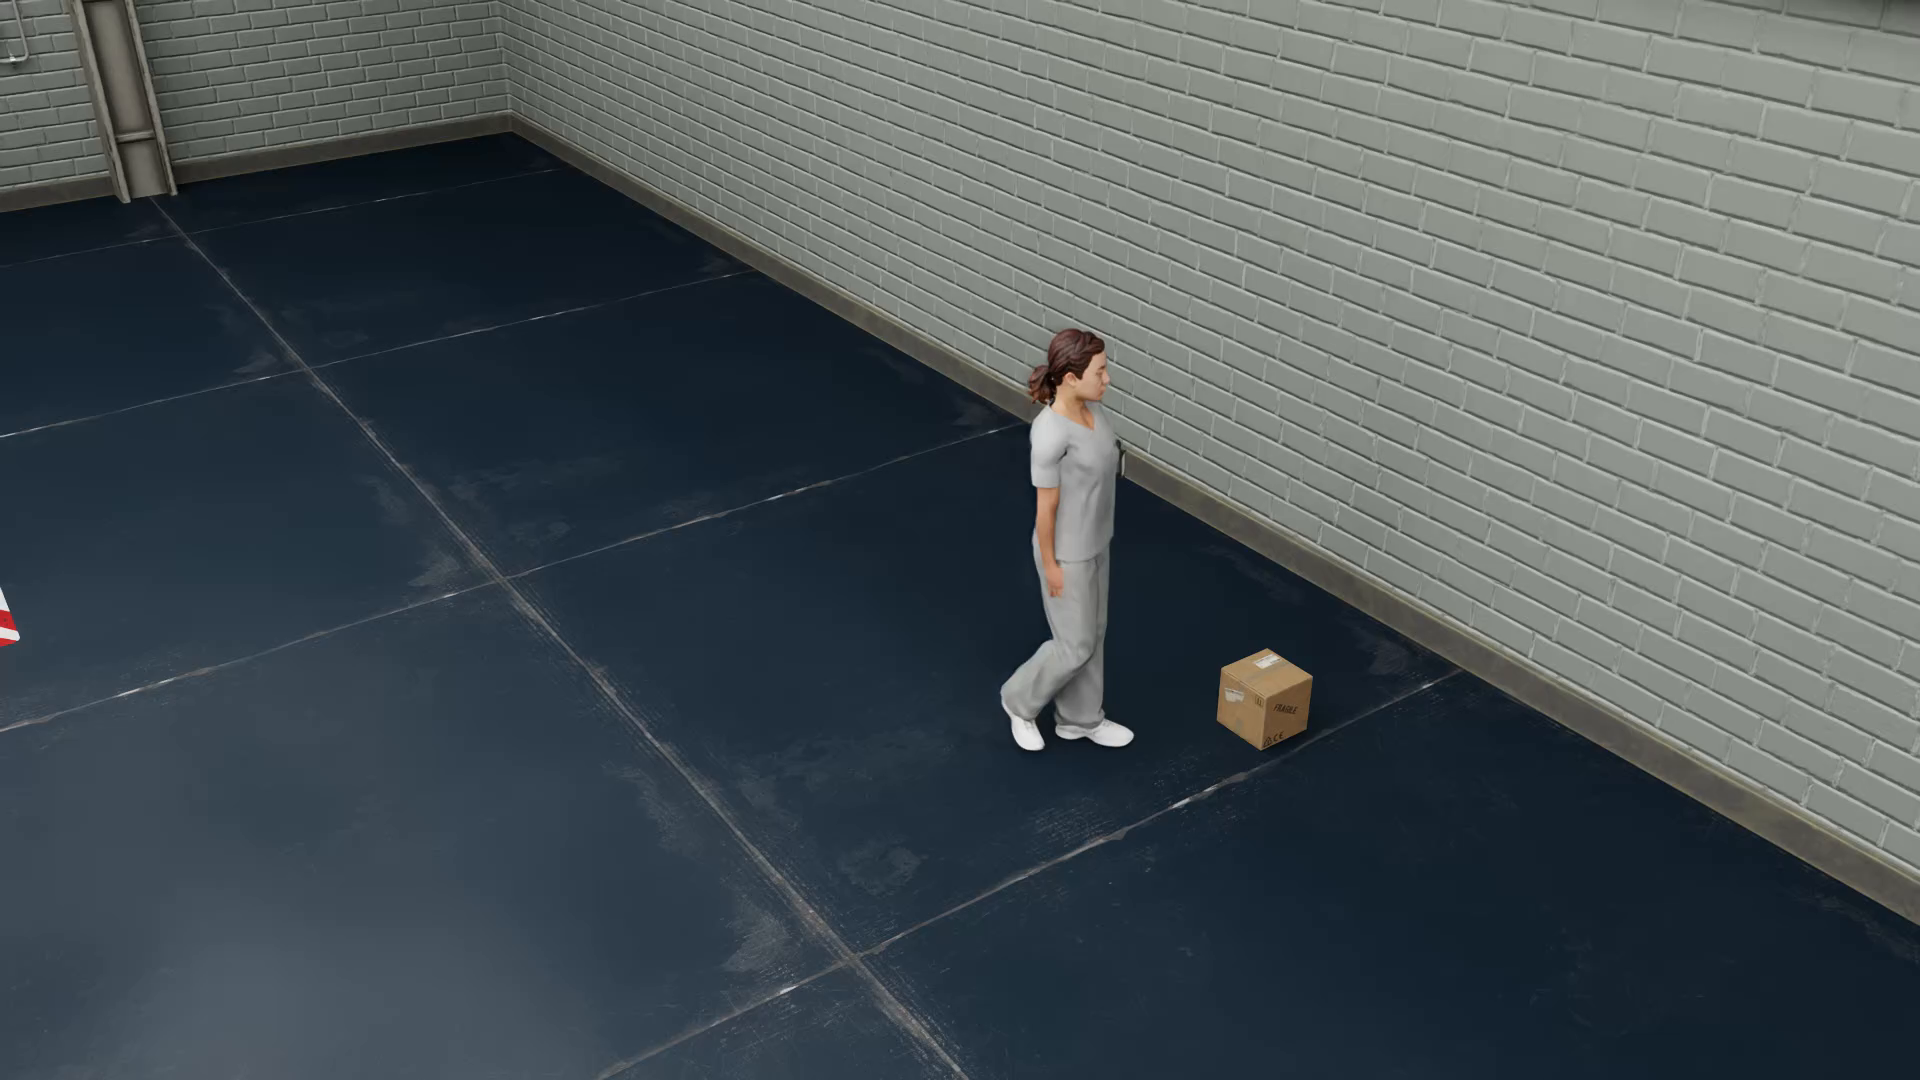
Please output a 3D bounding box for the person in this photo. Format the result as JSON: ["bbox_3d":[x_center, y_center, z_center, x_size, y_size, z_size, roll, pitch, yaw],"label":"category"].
[{"bbox_3d":[0.416,0.021,6.075,0.519,1.670,0.460,14,32,23],"label":"person"}]
